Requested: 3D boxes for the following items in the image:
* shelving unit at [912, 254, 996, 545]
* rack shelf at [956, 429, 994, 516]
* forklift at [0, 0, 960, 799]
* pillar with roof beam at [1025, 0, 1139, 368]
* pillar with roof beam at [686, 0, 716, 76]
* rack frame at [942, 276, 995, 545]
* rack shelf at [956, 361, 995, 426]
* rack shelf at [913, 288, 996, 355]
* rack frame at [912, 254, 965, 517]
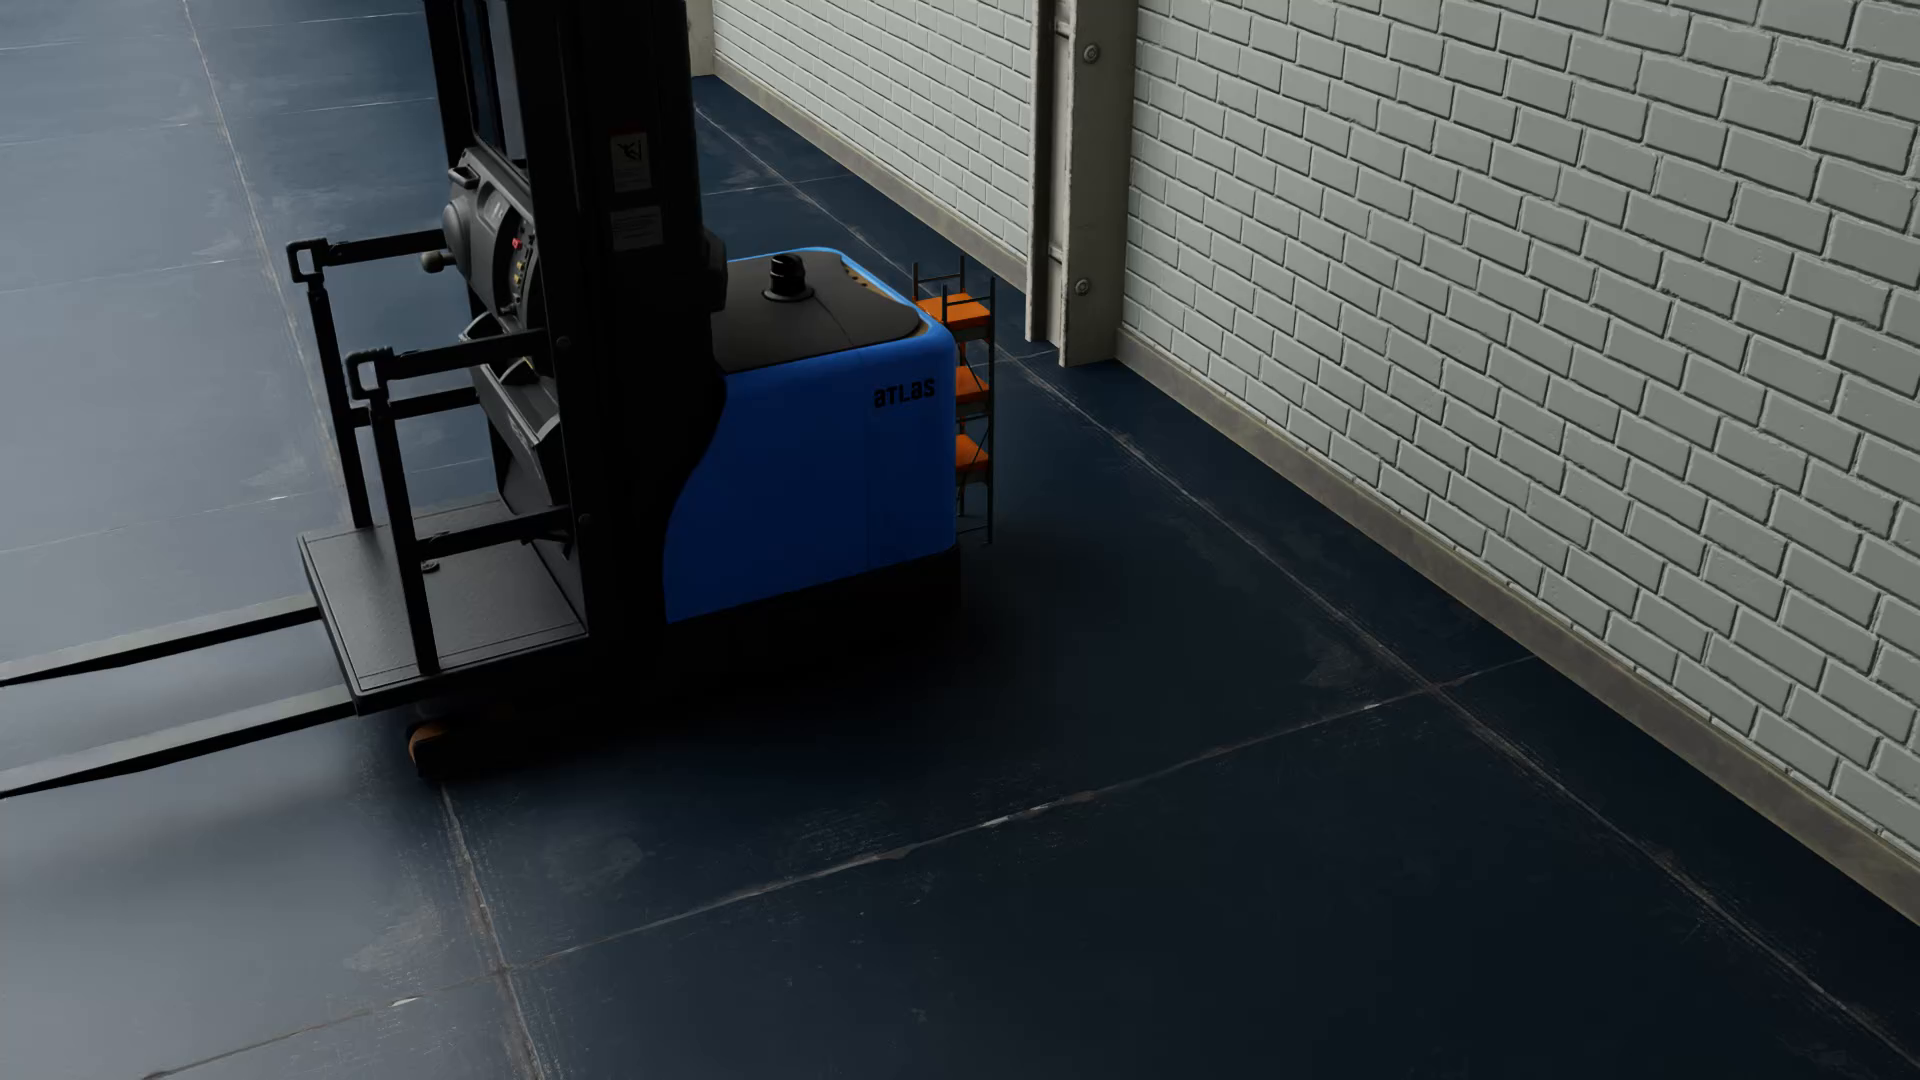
[{"bbox_3d":[-0.023,-0.482,6.035,0.215,1.050,0.252,-13,32,-22],"label":"shelving unit"},{"bbox_3d":[-0.023,-0.230,6.176,0.215,0.259,0.240,-13,32,-22],"label":"rack shelf"},{"bbox_3d":[-1.545,-0.862,4.791,3.031,2.935,1.130,-15,32,-24],"label":"forklift"},{"bbox_3d":[-3.354,-3.935,4.067,9.100,9.000,0.400,-13,32,-22],"label":"pillar with roof beam"},{"bbox_3d":[-5.930,-6.585,8.793,9.100,9.000,0.400,-13,32,-22],"label":"pillar with roof beam"},{"bbox_3d":[0.029,-0.428,5.939,0.200,1.050,0.008,-13,32,-22],"label":"rack frame"},{"bbox_3d":[-0.023,-0.472,6.041,0.215,0.259,0.240,-13,32,-22],"label":"rack shelf"},{"bbox_3d":[-0.023,-0.720,5.902,0.215,0.259,0.240,-13,32,-22],"label":"rack shelf"},{"bbox_3d":[-0.075,-0.535,6.131,0.200,1.050,0.008,-13,32,-22],"label":"rack frame"}]
